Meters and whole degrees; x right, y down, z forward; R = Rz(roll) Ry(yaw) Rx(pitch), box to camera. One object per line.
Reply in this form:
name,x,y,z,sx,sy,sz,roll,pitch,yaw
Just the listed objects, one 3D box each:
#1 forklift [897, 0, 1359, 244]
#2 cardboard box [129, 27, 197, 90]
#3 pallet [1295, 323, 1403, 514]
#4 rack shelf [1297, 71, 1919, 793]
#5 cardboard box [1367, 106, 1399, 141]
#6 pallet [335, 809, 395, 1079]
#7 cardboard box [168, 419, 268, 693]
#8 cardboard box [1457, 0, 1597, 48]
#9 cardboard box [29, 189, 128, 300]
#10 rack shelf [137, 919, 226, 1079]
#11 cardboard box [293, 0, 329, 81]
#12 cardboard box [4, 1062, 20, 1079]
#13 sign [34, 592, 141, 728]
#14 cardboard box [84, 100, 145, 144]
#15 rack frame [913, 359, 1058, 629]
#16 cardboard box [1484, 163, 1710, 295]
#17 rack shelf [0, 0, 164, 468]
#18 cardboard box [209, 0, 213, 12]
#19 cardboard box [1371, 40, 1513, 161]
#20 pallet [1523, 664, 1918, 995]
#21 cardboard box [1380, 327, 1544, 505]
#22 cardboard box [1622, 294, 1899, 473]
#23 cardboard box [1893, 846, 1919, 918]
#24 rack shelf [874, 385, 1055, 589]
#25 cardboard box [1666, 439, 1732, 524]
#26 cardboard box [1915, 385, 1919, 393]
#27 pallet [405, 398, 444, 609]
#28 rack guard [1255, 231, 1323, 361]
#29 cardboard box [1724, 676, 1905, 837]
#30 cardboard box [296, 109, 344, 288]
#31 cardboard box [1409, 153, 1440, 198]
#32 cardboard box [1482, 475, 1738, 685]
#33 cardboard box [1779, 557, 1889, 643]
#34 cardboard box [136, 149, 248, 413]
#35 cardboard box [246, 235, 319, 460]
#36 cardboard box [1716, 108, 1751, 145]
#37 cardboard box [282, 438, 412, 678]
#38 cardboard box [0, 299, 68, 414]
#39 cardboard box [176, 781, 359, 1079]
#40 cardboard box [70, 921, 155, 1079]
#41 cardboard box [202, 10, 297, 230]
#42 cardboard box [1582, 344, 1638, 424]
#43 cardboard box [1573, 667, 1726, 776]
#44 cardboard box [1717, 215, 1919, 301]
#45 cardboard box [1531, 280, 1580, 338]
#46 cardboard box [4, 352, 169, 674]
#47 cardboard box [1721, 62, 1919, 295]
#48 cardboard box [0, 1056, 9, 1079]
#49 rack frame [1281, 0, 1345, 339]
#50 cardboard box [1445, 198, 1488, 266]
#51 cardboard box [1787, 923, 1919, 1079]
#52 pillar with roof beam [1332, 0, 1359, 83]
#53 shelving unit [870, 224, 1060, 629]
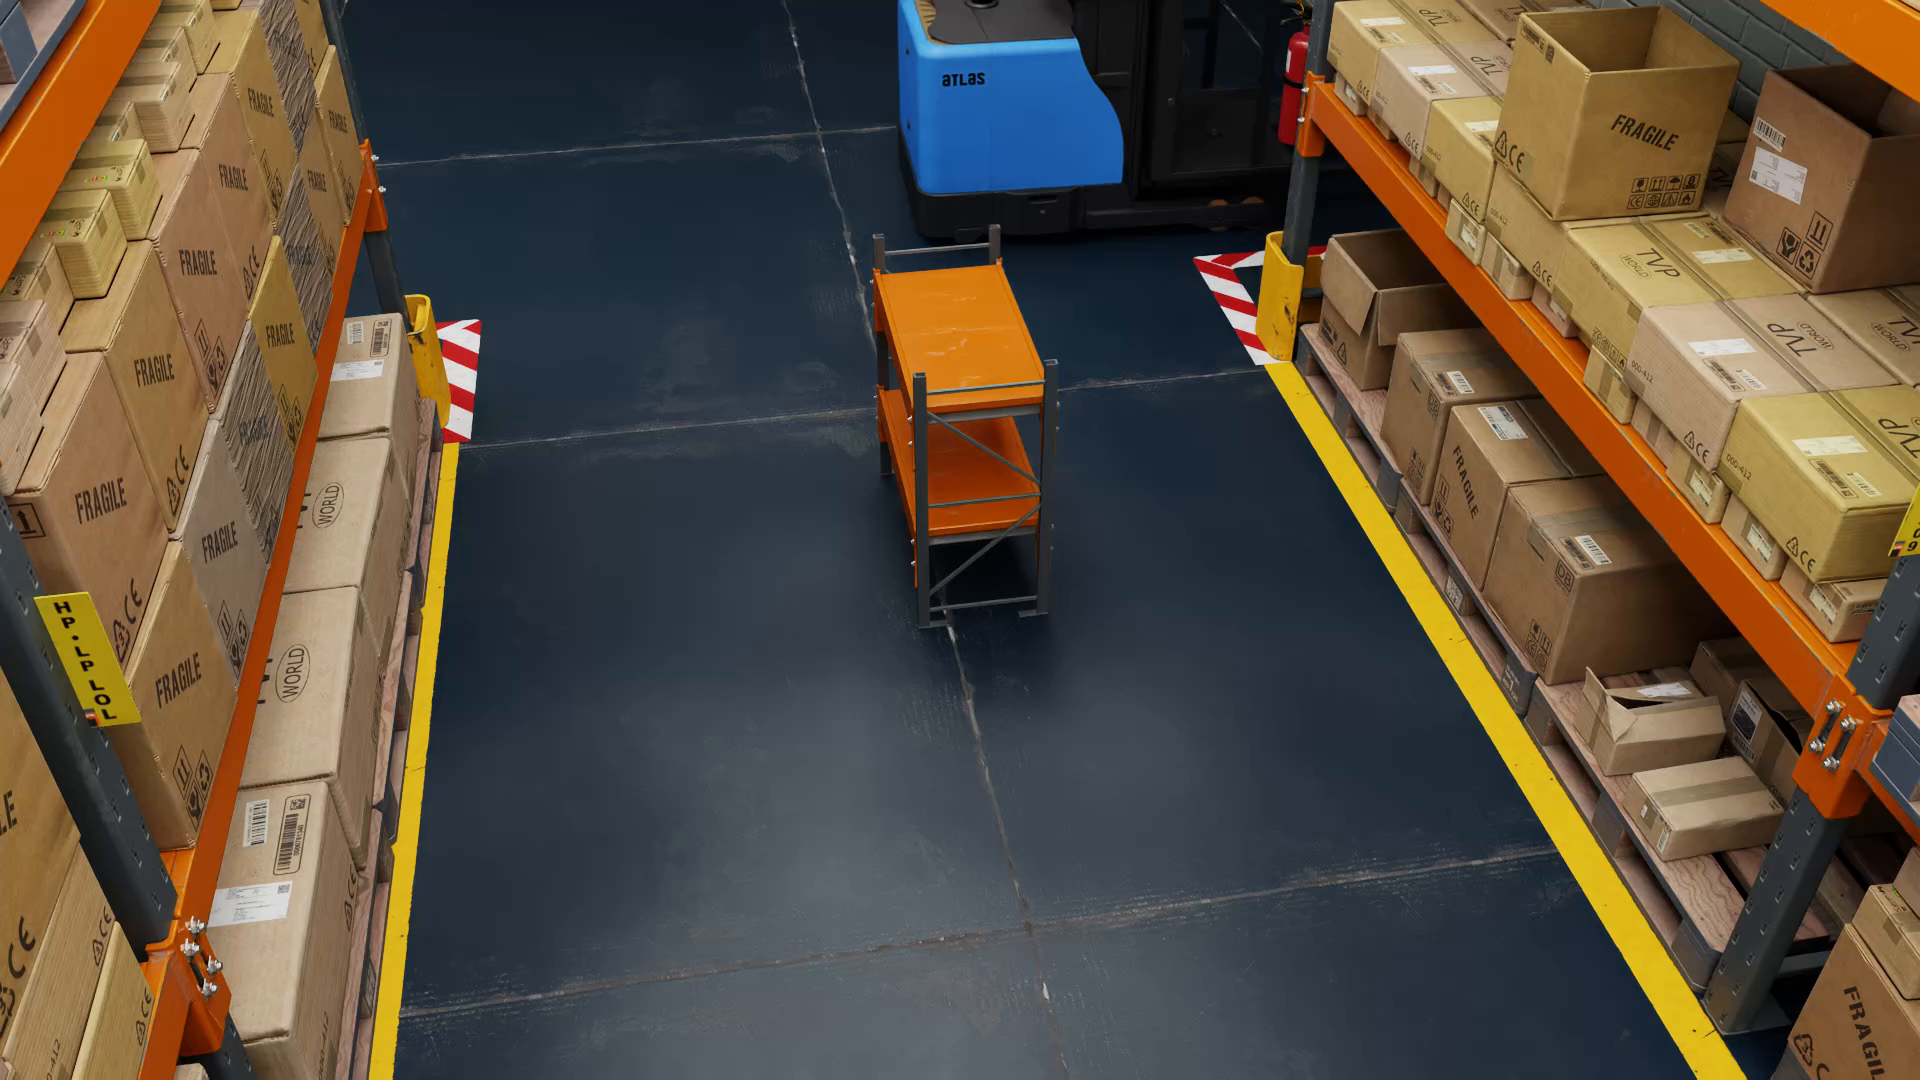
forklift,1.215,-3.116,8.372,3.031,2.935,1.130,-5,38,-7
cardboard box,-2.311,-1.266,4.510,0.380,0.149,0.250,-5,38,-6
pallet,2.164,-0.604,7.355,1.003,0.211,1.213,-6,38,-8
rack shelf,2.361,-0.740,5.844,1.077,0.370,4.000,-6,38,-8
cardboard box,1.888,-1.757,6.771,0.380,0.149,0.250,-5,38,-7
pallet,-2.231,1.353,4.836,1.003,0.211,1.213,-6,38,-8
cardboard box,-2.083,0.064,4.141,0.500,0.500,0.500,-6,38,-8
cardboard box,2.352,-2.041,6.812,0.500,0.250,0.500,-5,38,-7
cardboard box,-2.105,-0.649,3.715,0.380,0.149,0.250,-6,38,-8
rack shelf,-1.824,2.212,2.044,1.077,0.370,4.000,-6,38,-8
cardboard box,-2.557,-1.865,5.809,0.500,0.500,0.500,-5,38,-6
cardboard box,-1.763,1.123,2.575,0.500,0.250,0.500,-5,38,-7
sign,-1.642,0.229,3.130,0.100,0.325,0.005,-6,38,-8
cardboard box,-2.248,-0.955,4.110,0.380,0.149,0.250,-6,38,-8
rack frame,0.088,-0.141,6.015,0.500,1.125,0.032,-6,38,-8
cardboard box,2.116,-1.071,5.563,0.500,0.250,0.500,-7,38,-9
rack shelf,-2.525,-1.389,4.234,1.077,0.370,4.000,-6,38,-8
cardboard box,-2.440,-1.572,4.903,0.380,0.149,0.250,-7,38,-8
cardboard box,1.913,-1.683,6.351,0.500,0.250,0.500,-6,38,-7
pallet,2.592,0.870,5.458,1.003,0.211,1.213,-6,38,-8
cardboard box,2.136,-0.511,6.658,0.700,0.500,0.500,-5,38,-6
cardboard box,2.280,-0.457,4.773,0.500,0.250,0.500,-6,38,-8
cardboard box,2.572,0.870,4.109,0.380,0.149,0.250,-7,38,-9
rack shelf,-0.001,-0.255,6.560,0.538,0.278,1.000,-6,38,-8
cardboard box,2.271,-0.192,4.757,0.380,0.149,0.250,-5,38,-7
cardboard box,2.891,-0.203,4.446,0.500,0.250,0.500,-7,38,-8
pallet,-2.659,-0.121,6.733,1.003,0.211,1.213,-6,38,-8
rack guard,2.024,-1.199,7.886,1.175,0.500,0.348,-6,38,-8
cardboard box,2.828,0.655,5.311,0.500,0.311,0.500,-5,38,-6
cardboard box,-2.458,-1.168,5.727,0.500,0.500,0.500,-7,38,-9
cardboard box,1.952,-1.442,6.366,0.380,0.149,0.250,-5,38,-7
cardboard box,2.318,0.116,5.851,0.700,0.500,0.500,-8,38,-10
cardboard box,2.407,0.117,4.359,0.380,0.149,0.250,-6,38,-7
cardboard box,-2.181,-0.645,4.238,0.500,0.500,0.500,-6,38,-7
cardboard box,-2.254,-0.548,4.929,0.500,0.500,0.500,-5,38,-7
cardboard box,2.524,-1.430,6.026,0.500,0.250,0.500,-5,38,-7
cardboard box,-2.493,0.089,5.936,0.875,0.438,0.875,-5,38,-7
cardboard box,-2.035,-0.342,3.321,0.380,0.149,0.250,-6,38,-7
cardboard box,-2.179,1.175,4.539,0.875,0.438,0.875,-7,38,-9
cardboard box,-1.848,1.023,3.111,0.500,0.250,0.500,-7,38,-9
cardboard box,-2.353,-1.253,5.022,0.500,0.500,0.500,-6,38,-8
cardboard box,2.179,-0.505,5.159,0.380,0.149,0.250,-7,38,-9
cardboard box,2.262,0.577,5.449,0.396,0.266,0.258,-5,38,-6
cardboard box,2.707,-0.817,5.236,0.500,0.250,0.500,-5,38,-7
cardboard box,2.154,-0.817,5.561,0.380,0.149,0.250,-6,38,-8
cardboard box,-2.020,-0.028,3.445,0.500,0.500,0.500,-6,38,-8
cardboard box,2.712,-1.099,4.988,0.500,0.500,0.500,-7,38,-9
cardboard box,-1.751,0.840,2.327,0.500,0.500,0.500,-6,38,-7
rack frame,2.010,-2.232,7.179,1.000,3.000,0.127,-6,38,-8
cardboard box,1.975,-1.122,5.954,0.380,0.149,0.250,-7,38,-9
cardboard box,2.575,1.321,4.300,0.500,0.500,0.500,-5,38,-6
pillar with roof beam,-1.813,-5.864,6.963,9.100,9.000,0.400,-6,38,-8
shelving unit,-0.001,-0.448,6.410,0.538,1.125,1.048,-6,38,-8
